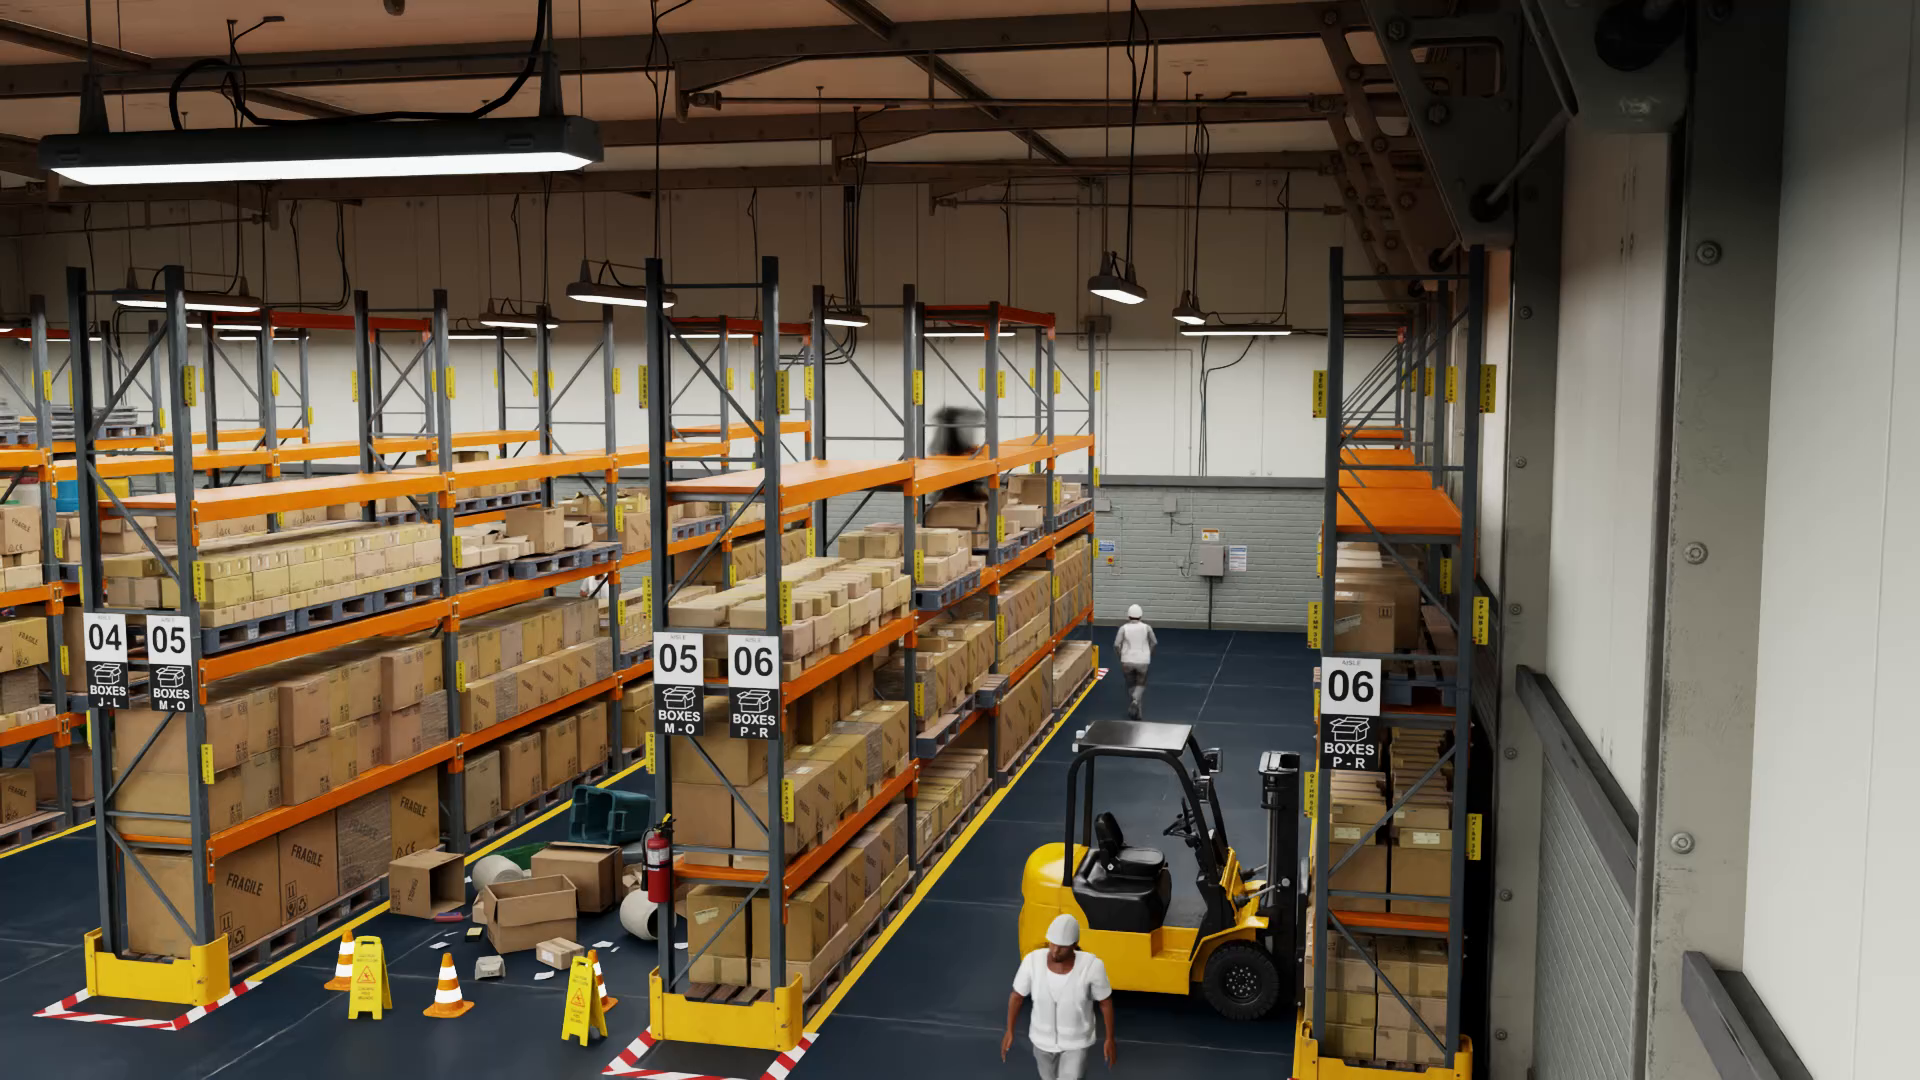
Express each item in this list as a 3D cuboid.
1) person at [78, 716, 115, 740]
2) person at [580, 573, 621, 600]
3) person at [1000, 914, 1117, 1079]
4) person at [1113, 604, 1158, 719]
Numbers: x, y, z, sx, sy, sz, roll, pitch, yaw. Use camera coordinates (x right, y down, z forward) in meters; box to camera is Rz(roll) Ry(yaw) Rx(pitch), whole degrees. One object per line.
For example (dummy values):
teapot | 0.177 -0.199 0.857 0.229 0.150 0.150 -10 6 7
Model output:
person | -11.476 2.096 22.080 0.673 1.699 0.892 -1 6 -10
person | -6.428 1.236 29.703 0.682 1.785 0.968 0 6 -2
person | 0.638 3.197 10.603 0.718 1.726 0.902 2 6 17
person | 2.602 1.828 24.677 0.652 1.729 0.609 1 6 8
